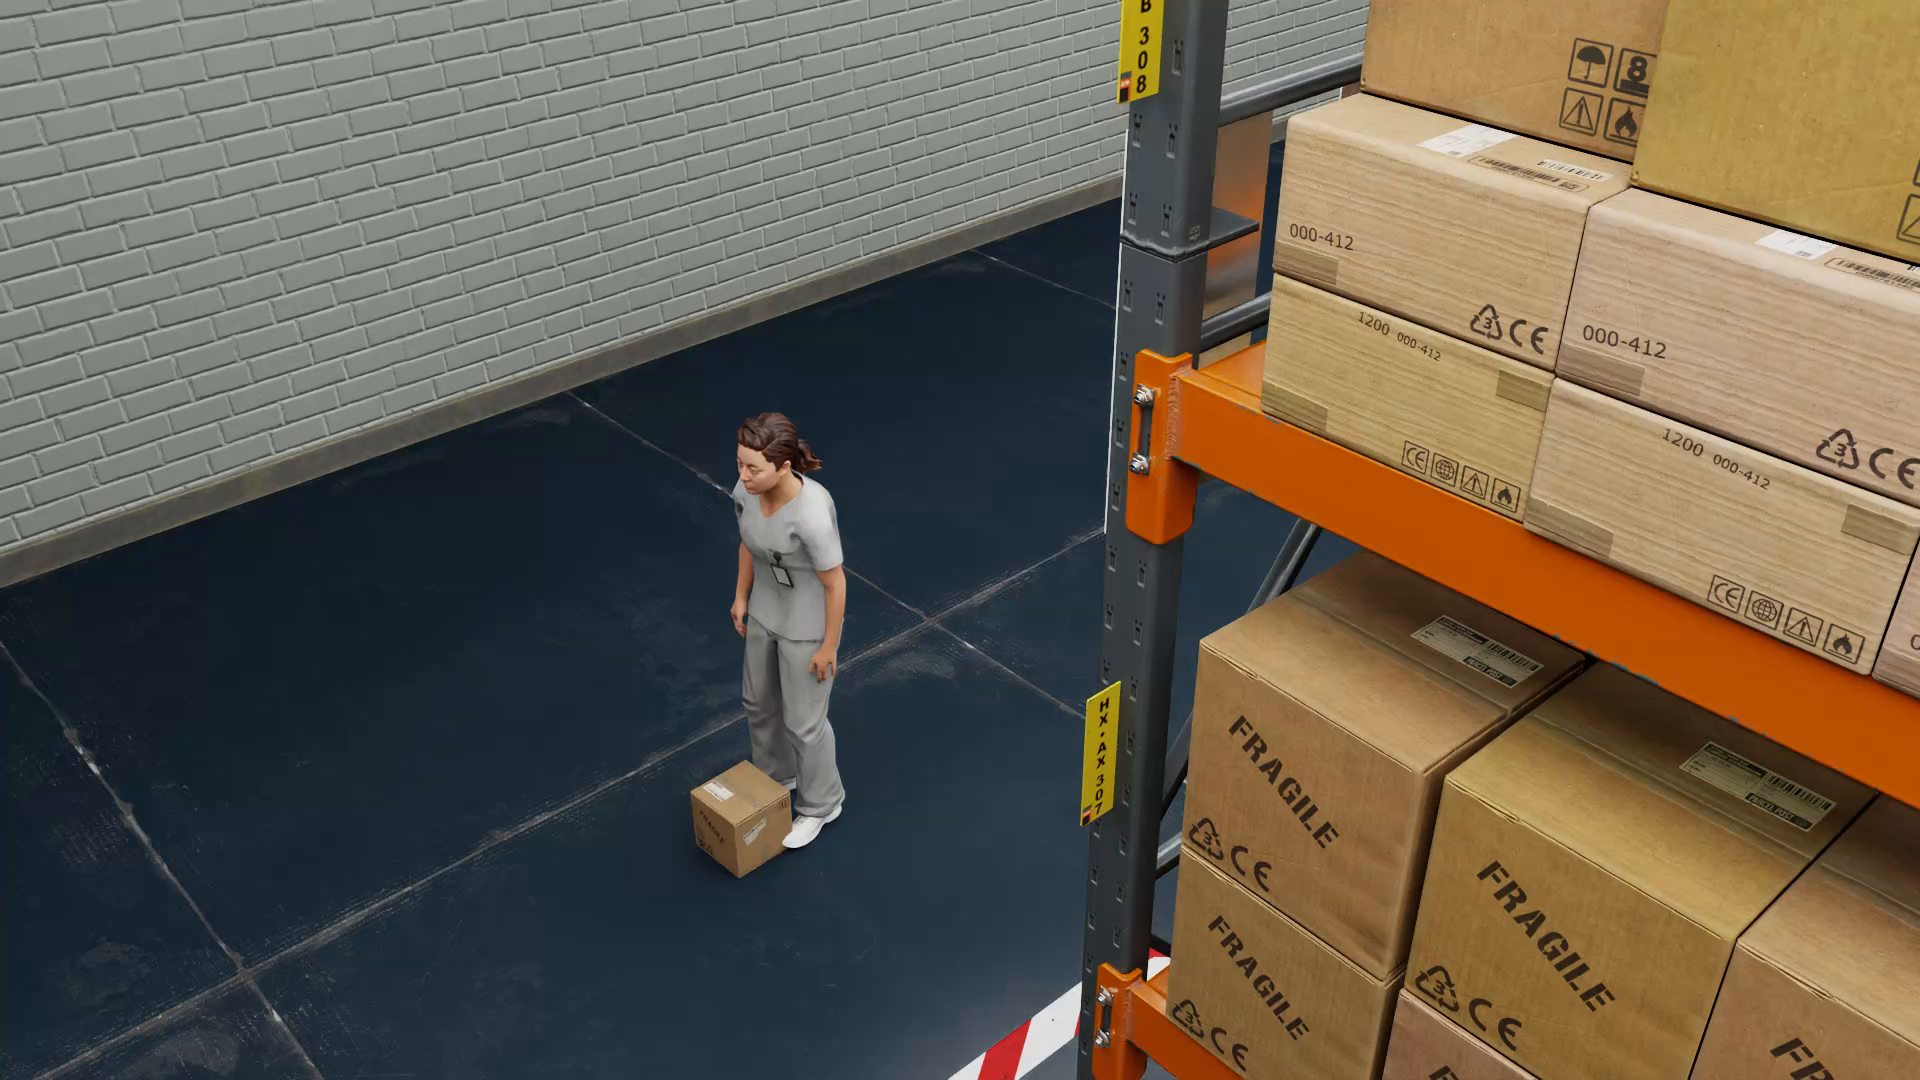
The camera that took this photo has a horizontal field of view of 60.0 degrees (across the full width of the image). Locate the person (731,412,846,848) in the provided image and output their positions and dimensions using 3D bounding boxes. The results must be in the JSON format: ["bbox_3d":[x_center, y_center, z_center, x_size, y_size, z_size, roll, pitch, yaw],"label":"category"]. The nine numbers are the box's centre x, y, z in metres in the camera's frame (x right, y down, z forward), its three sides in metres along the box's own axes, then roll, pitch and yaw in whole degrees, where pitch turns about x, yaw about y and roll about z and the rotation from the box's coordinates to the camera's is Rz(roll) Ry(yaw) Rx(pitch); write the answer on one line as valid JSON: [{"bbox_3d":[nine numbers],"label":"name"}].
[{"bbox_3d":[-0.595,0.292,5.672,0.513,1.667,0.363,27,41,36],"label":"person"}]
